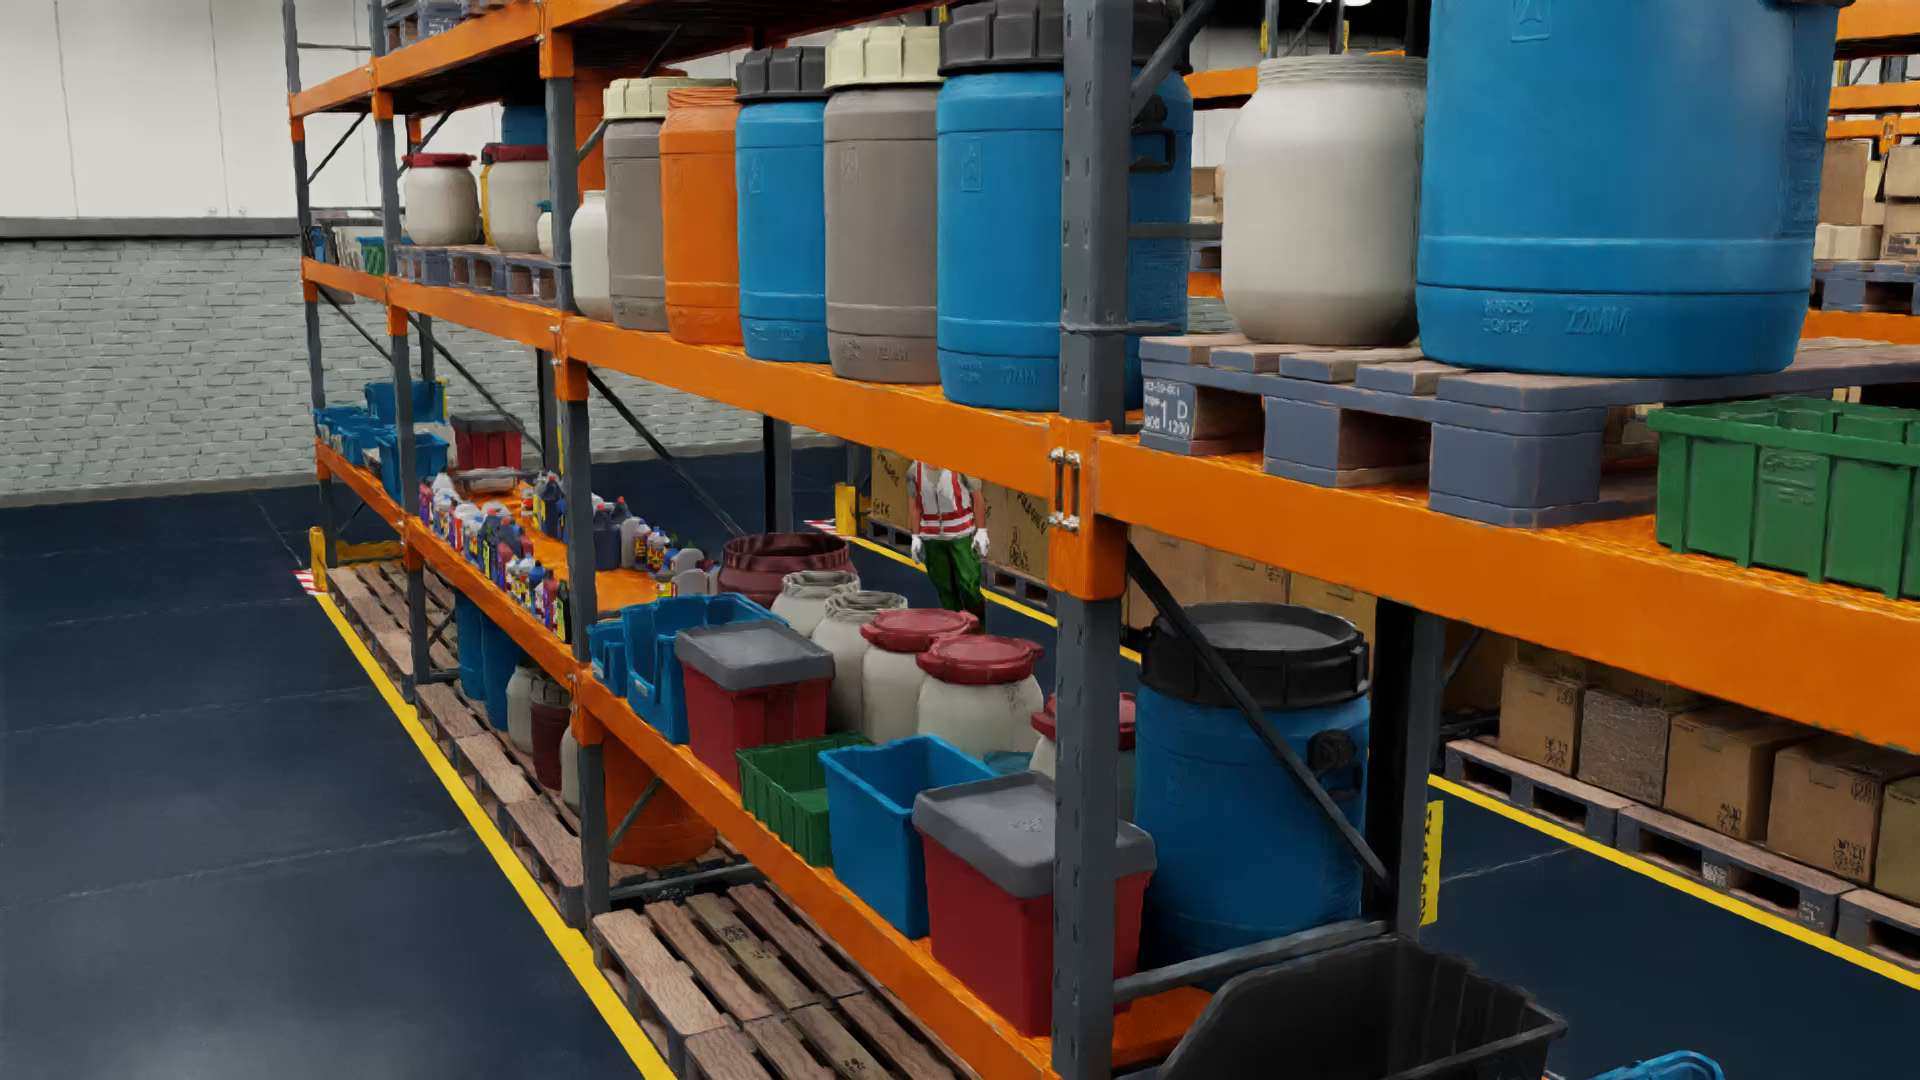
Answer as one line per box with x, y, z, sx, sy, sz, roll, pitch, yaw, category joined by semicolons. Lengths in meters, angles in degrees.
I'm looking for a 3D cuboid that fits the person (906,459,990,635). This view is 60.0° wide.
-0.080;-0.014;11.968;0.613;1.765;0.497;3;12;14;person
